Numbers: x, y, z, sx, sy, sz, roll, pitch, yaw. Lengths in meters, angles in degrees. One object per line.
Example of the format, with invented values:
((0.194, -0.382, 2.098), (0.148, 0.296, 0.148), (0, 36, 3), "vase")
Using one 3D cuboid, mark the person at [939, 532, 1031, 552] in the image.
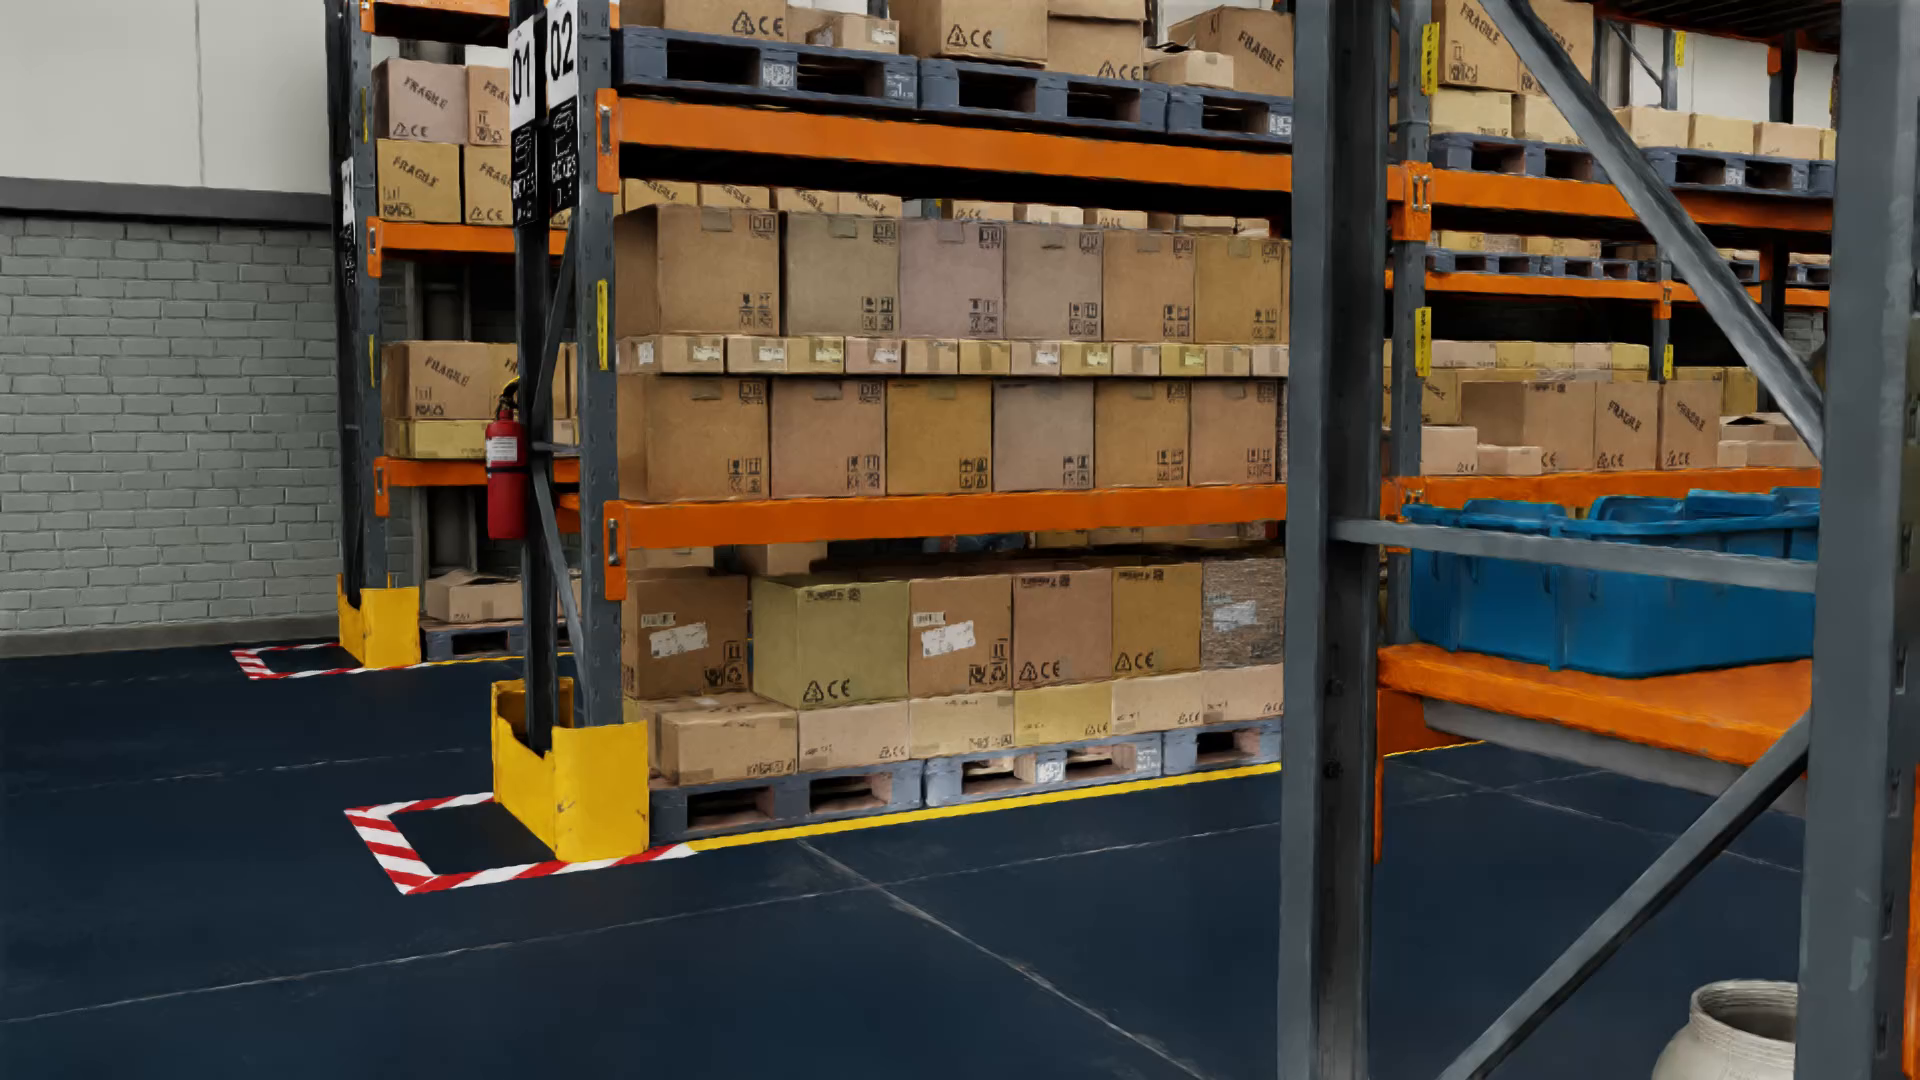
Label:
((0.093, -0.059, 10.369), (0.724, 1.763, 0.494), (0, 5, -4), "person")
